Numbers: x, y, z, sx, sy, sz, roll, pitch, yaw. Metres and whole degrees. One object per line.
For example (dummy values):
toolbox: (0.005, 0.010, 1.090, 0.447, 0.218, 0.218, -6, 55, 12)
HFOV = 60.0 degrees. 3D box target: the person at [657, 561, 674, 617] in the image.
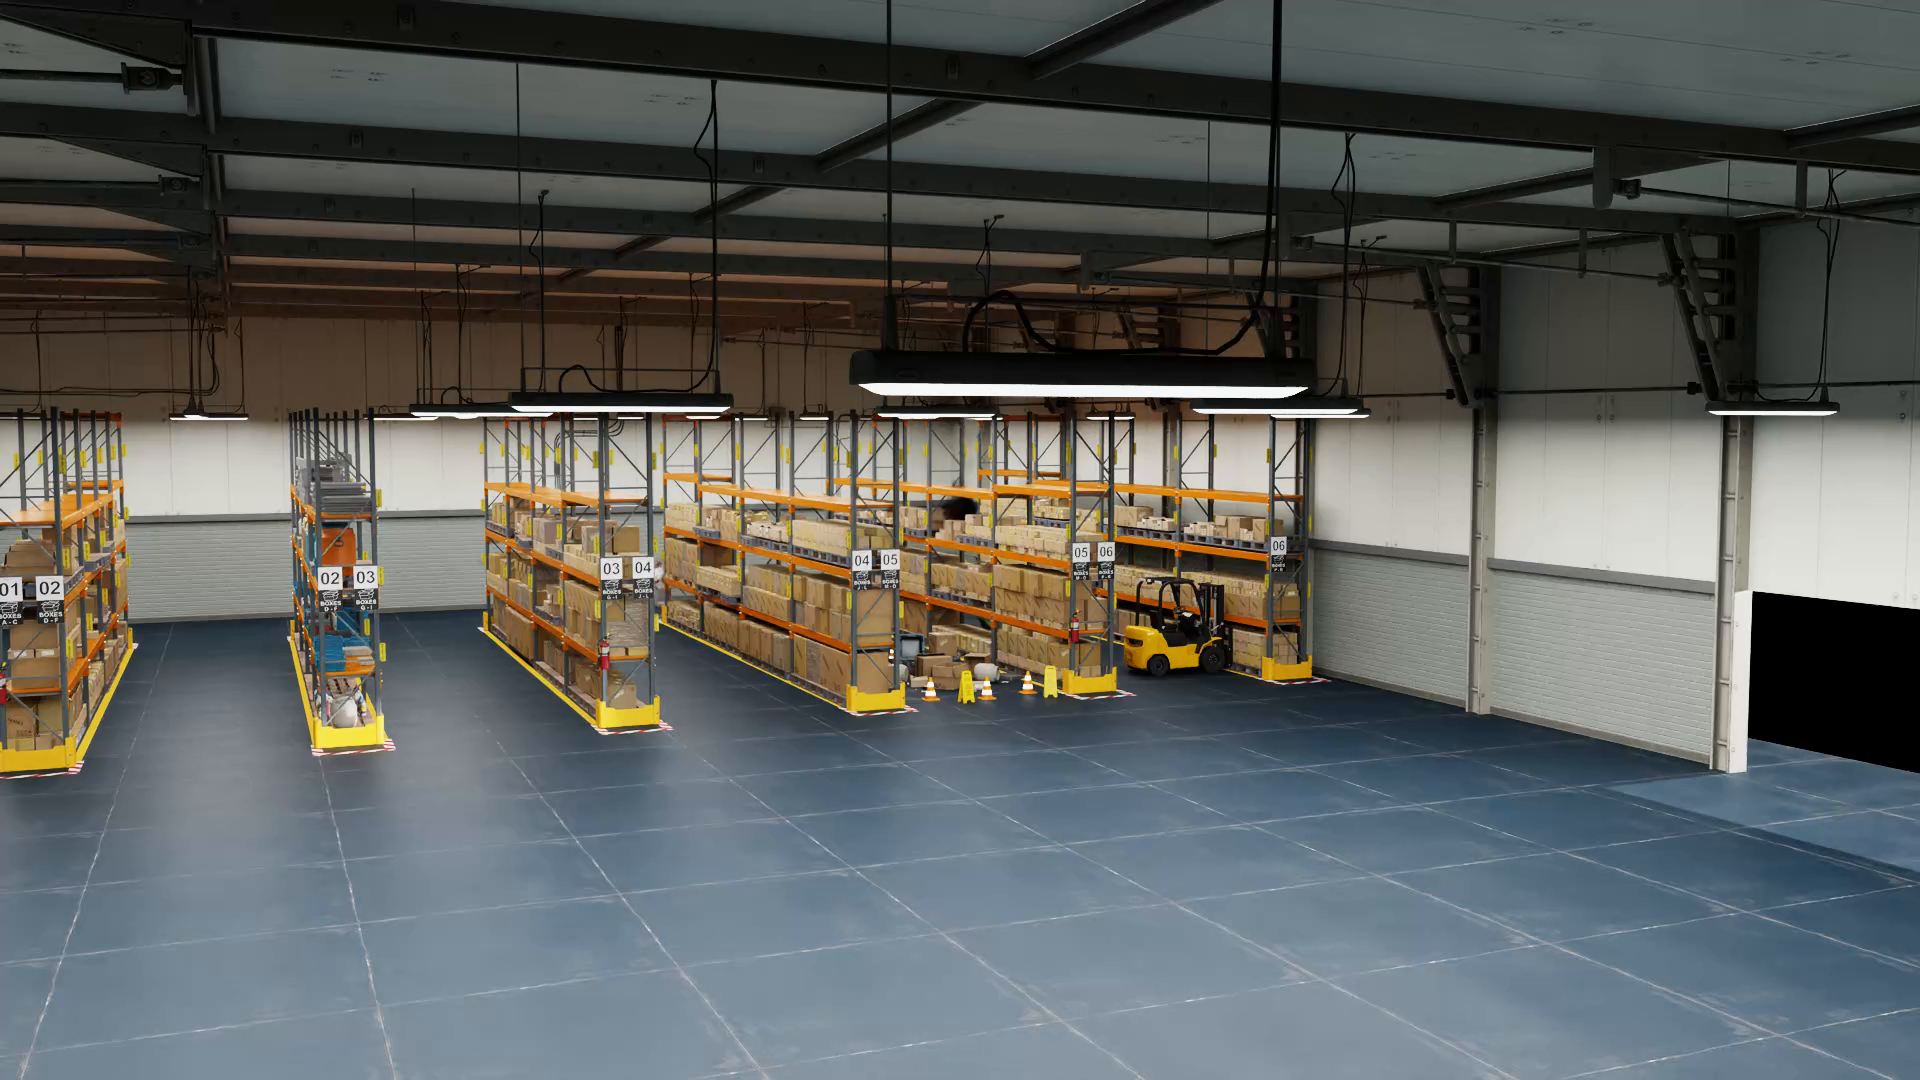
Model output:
person: (-8.681, 1.445, 49.265, 0.890, 1.691, 0.596, -3, 5, -34)

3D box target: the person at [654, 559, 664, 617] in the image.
person: (-9.016, 1.414, 48.909, 0.938, 1.731, 0.681, -1, 4, -17)

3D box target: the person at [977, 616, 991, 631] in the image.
person: (0.678, 1.704, 44.875, 0.668, 1.759, 0.862, -2, 4, -26)
